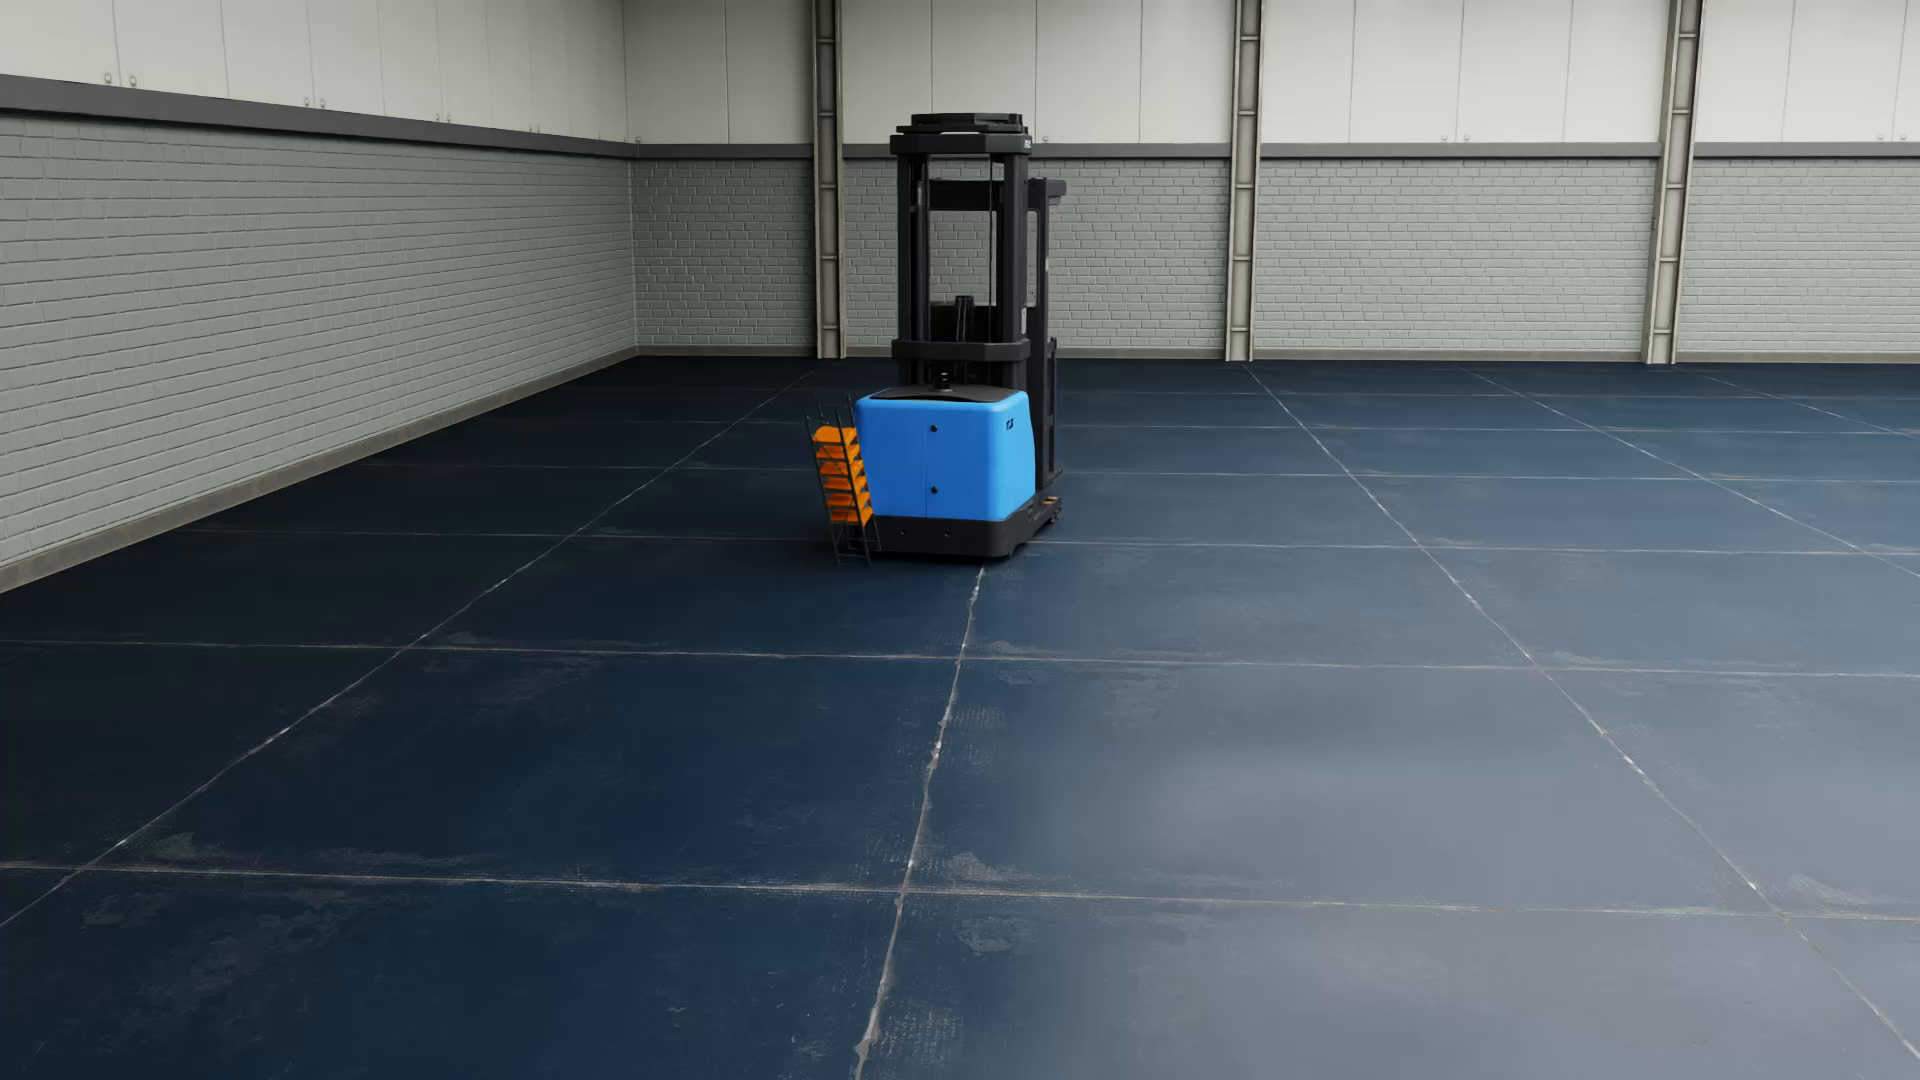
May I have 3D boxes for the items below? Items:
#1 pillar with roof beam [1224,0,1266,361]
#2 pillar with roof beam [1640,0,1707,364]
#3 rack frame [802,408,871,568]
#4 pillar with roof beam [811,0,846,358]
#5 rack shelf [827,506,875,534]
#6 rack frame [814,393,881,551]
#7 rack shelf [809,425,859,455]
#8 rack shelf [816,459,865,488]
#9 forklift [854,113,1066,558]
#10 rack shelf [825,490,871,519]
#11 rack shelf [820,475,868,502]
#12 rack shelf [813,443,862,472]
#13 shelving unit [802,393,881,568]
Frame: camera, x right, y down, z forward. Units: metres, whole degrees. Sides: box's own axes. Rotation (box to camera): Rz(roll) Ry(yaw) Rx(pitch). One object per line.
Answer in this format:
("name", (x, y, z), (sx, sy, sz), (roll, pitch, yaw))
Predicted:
("pillar with roof beam", (3.791, -6.166, 19.267), (0.400, 9.000, 9.100), (1, 12, 4))
("pillar with roof beam", (9.777, -6.084, 18.874), (0.400, 9.000, 9.100), (1, 12, 4))
("rack frame", (-0.780, -0.320, 10.606), (0.240, 1.200, 0.006), (4, 36, 20))
("pillar with roof beam", (-2.196, -6.248, 19.659), (0.400, 9.000, 9.100), (1, 12, 4))
("rack shelf", (-0.710, -0.139, 10.834), (0.258, 0.103, 0.180), (4, 36, 20))
("rack frame", (-0.721, -0.424, 10.744), (0.240, 1.200, 0.006), (4, 36, 20))
("rack shelf", (-0.795, -0.630, 10.499), (0.258, 0.103, 0.180), (4, 36, 20))
("rack shelf", (-0.761, -0.434, 10.633), (0.258, 0.103, 0.180), (4, 36, 20))
("forklift", (0.149, -1.575, 12.141), (1.130, 2.935, 3.031), (3, 12, 14))
("rack shelf", (-0.727, -0.238, 10.767), (0.258, 0.103, 0.180), (4, 36, 20))
("rack shelf", (-0.744, -0.336, 10.700), (0.258, 0.103, 0.180), (4, 36, 20))
("rack shelf", (-0.778, -0.532, 10.566), (0.258, 0.103, 0.180), (4, 36, 20))
("shelving unit", (-0.750, -0.372, 10.675), (0.258, 1.200, 0.189), (4, 36, 20))
